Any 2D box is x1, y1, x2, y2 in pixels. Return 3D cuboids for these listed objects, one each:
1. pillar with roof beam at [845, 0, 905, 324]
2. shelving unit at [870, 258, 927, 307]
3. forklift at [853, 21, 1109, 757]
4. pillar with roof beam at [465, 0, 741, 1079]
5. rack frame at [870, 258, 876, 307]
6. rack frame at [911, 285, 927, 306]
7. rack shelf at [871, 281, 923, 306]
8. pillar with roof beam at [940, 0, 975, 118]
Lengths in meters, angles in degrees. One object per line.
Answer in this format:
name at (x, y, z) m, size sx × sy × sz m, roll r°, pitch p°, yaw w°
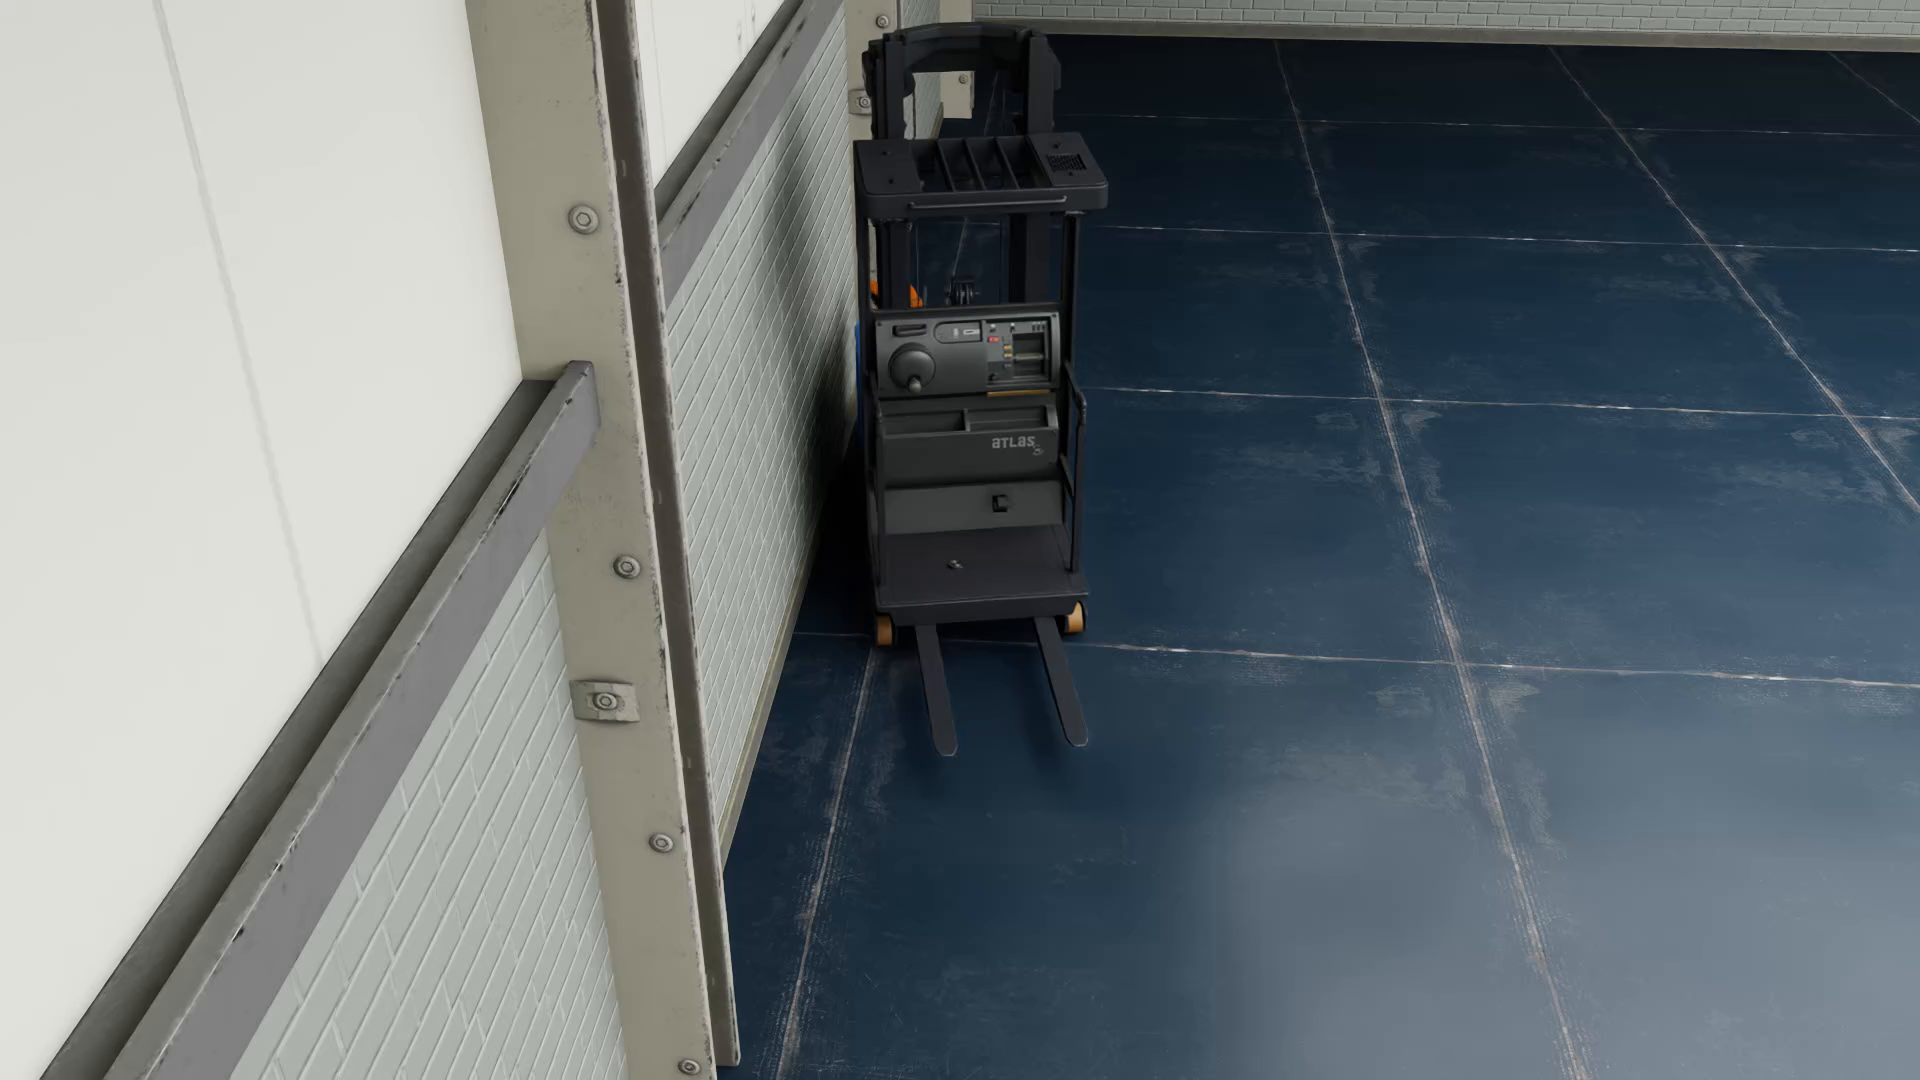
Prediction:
pillar with roof beam at (3.773, -4.725, 8.620) m, size 9.100 × 9.000 × 0.400 m, roll 2°, pitch 32°, yaw 4°
shelving unit at (-0.377, -1.074, 10.130) m, size 0.258 × 1.200 × 0.503 m, roll -8°, pitch 33°, yaw -13°
forklift at (0.068, -0.889, 8.179) m, size 1.130 × 2.935 × 3.031 m, roll -4°, pitch 32°, yaw -6°
pillar with roof beam at (3.285, -1.587, 3.529) m, size 9.100 × 9.000 × 0.400 m, roll 2°, pitch 32°, yaw 4°
rack frame at (-0.443, -1.198, 10.330) m, size 0.240 × 1.200 × 0.015 m, roll -8°, pitch 33°, yaw -13°
rack frame at (-0.311, -0.951, 9.930) m, size 0.240 × 1.200 × 0.015 m, roll -8°, pitch 33°, yaw -13°
rack shelf at (-0.377, -1.409, 9.924) m, size 0.258 × 0.148 × 0.480 m, roll -8°, pitch 33°, yaw -13°
pillar with roof beam at (4.262, -7.862, 13.711) m, size 9.100 × 9.000 × 0.400 m, roll 2°, pitch 32°, yaw 4°
